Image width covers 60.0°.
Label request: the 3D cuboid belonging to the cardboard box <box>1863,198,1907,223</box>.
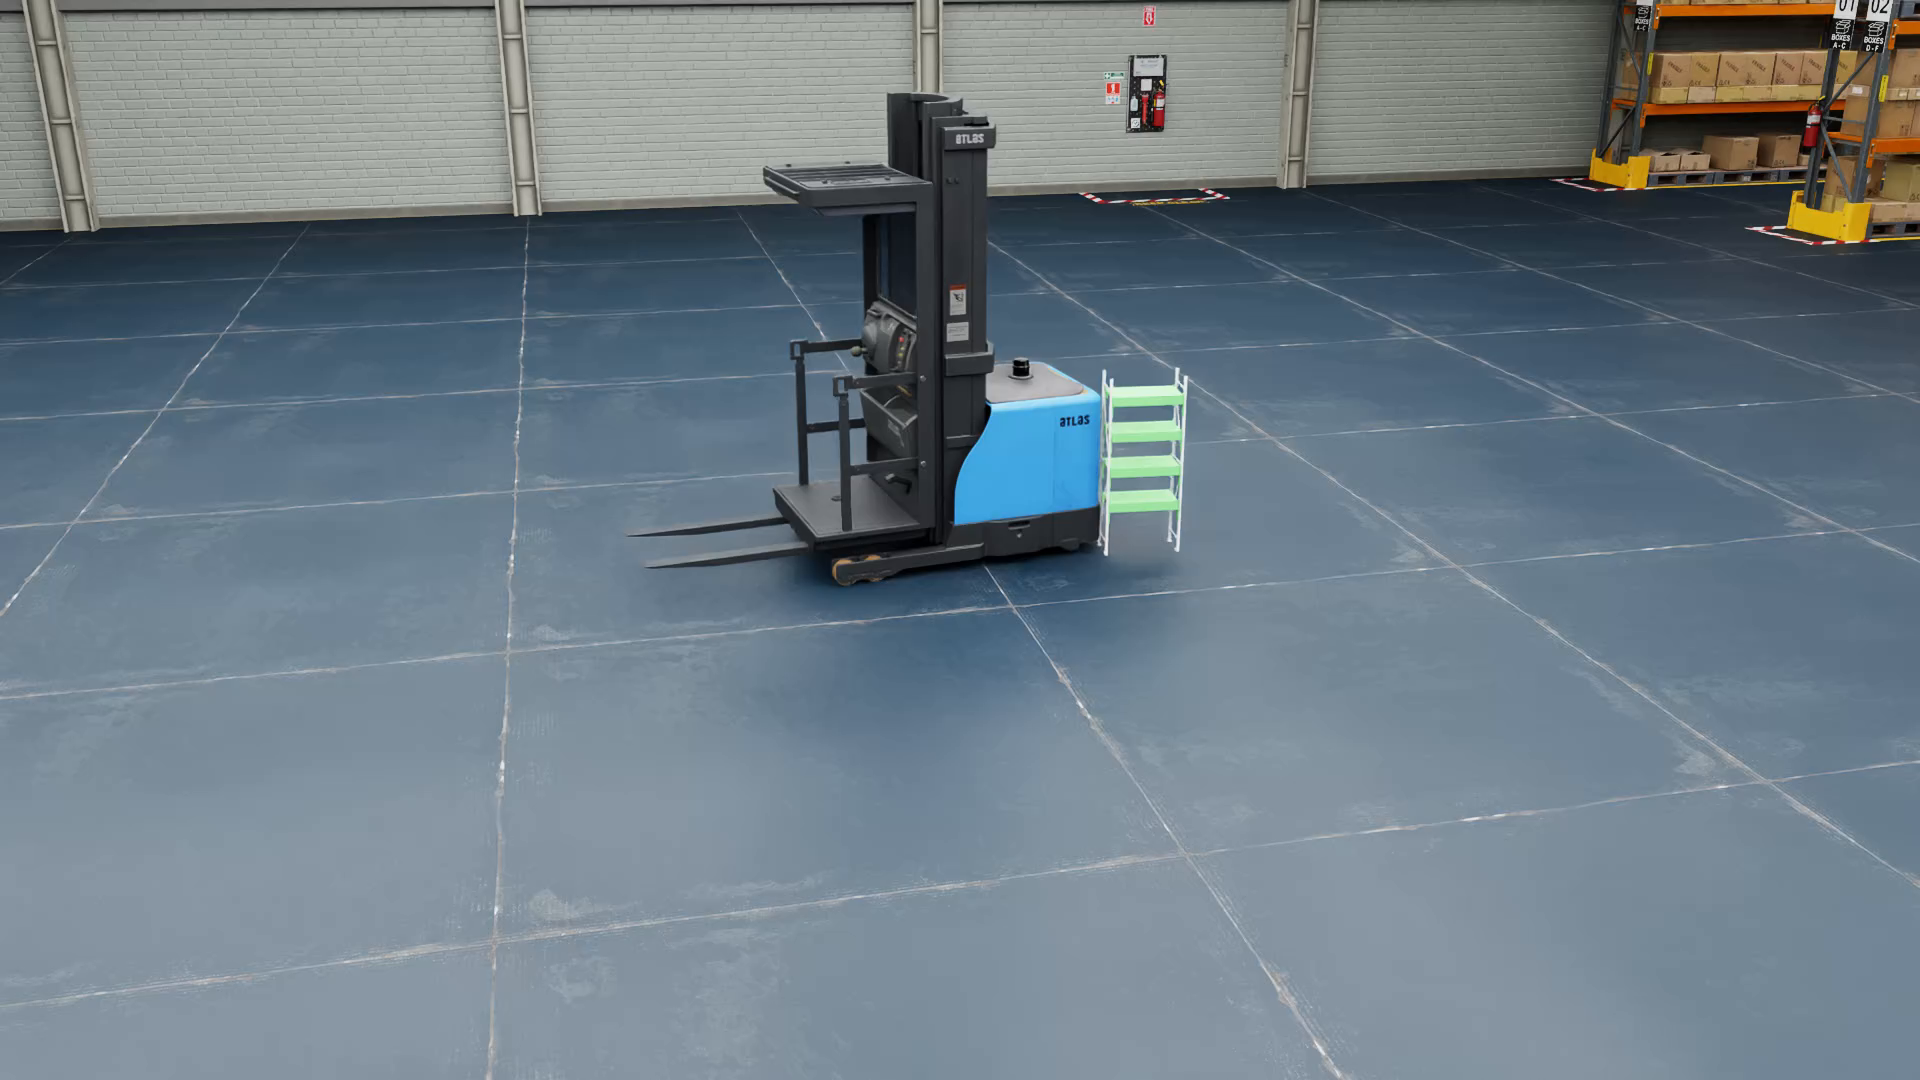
[{"bbox_3d":[12.432,-4.476,22.558,0.500,0.250,0.500,-5,21,-12],"label":"cardboard box"}]

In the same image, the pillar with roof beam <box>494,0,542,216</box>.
[{"bbox_3d":[-5.329,-7.556,18.858,0.400,9.000,9.100,-5,21,-12],"label":"pillar with roof beam"}]

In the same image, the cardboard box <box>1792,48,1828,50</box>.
[{"bbox_3d":[14.102,-7.900,27.618,0.500,0.500,0.500,-5,21,-14],"label":"cardboard box"}]

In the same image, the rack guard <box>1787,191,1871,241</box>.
[{"bbox_3d":[11.835,-4.426,22.670,0.348,0.500,1.175,-5,21,-12],"label":"rack guard"}]

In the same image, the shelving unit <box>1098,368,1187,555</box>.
[{"bbox_3d":[1.198,-0.516,10.980,0.503,1.200,0.258,-3,20,-7],"label":"shelving unit"}]

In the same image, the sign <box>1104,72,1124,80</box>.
[{"bbox_3d":[2.389,-7.200,25.787,0.331,0.109,0.001,-5,21,-12],"label":"sign"}]

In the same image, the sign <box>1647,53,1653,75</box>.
[{"bbox_3d":[10.840,-7.484,26.126,0.005,0.325,0.100,-5,21,-12],"label":"sign"}]

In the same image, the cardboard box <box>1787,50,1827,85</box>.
[{"bbox_3d":[13.734,-7.685,27.031,0.500,0.500,0.500,-5,21,-13],"label":"cardboard box"}]

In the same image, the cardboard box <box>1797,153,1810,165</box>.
[{"bbox_3d":[14.094,-6.400,27.904,0.250,0.166,0.380,-7,21,-20],"label":"cardboard box"}]

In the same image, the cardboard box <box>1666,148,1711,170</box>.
[{"bbox_3d":[11.964,-6.273,27.348,0.500,0.311,0.500,-3,20,-8],"label":"cardboard box"}]

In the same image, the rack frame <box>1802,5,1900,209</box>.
[{"bbox_3d":[11.858,-5.601,22.245,0.127,3.000,1.000,-5,21,-12],"label":"rack frame"}]

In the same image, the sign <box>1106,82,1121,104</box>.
[{"bbox_3d":[2.383,-6.954,25.886,0.234,0.329,0.001,-5,21,-12],"label":"sign"}]

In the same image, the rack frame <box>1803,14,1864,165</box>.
[{"bbox_3d":[14.608,-7.576,27.635,0.127,3.000,1.000,-5,21,-12],"label":"rack frame"}]

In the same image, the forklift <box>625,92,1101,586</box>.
[{"bbox_3d":[-0.639,-1.291,10.578,3.031,2.935,1.130,-7,21,-19],"label":"forklift"}]

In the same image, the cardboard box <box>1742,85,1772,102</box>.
[{"bbox_3d":[12.754,-7.254,26.946,0.500,0.250,0.500,-4,21,-12],"label":"cardboard box"}]

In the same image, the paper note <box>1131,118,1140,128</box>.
[{"bbox_3d":[2.756,-6.542,26.093,0.142,0.148,0.016,-5,21,-12],"label":"paper note"}]

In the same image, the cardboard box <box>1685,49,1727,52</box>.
[{"bbox_3d":[12.119,-7.738,27.176,0.500,0.500,0.500,-5,21,-14],"label":"cardboard box"}]

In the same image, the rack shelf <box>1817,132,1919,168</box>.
[{"bbox_3d":[13.805,-5.422,22.801,4.000,0.370,1.077,-5,21,-12],"label":"rack shelf"}]

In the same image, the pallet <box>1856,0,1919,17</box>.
[{"bbox_3d":[12.552,-7.016,21.874,1.213,0.211,1.003,-5,21,-12],"label":"pallet"}]

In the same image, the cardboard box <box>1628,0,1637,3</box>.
[{"bbox_3d":[11.063,-8.842,26.556,0.500,0.500,0.500,-3,20,-9],"label":"cardboard box"}]

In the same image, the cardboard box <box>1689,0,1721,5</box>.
[{"bbox_3d":[11.629,-8.697,26.162,0.500,0.500,0.500,-3,20,-9],"label":"cardboard box"}]

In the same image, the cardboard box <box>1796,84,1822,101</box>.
[{"bbox_3d":[13.730,-7.339,27.178,0.500,0.250,0.500,-5,21,-12],"label":"cardboard box"}]

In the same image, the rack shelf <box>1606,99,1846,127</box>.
[{"bbox_3d":[12.661,-7.080,27.327,4.000,0.370,1.077,-5,21,-12],"label":"rack shelf"}]

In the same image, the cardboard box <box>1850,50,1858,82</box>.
[{"bbox_3d":[15.111,-7.858,27.621,0.500,0.500,0.700,-5,21,-12],"label":"cardboard box"}]

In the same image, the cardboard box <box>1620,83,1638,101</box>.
[{"bbox_3d":[11.125,-7.300,27.071,0.500,0.250,0.500,-4,21,-12],"label":"cardboard box"}]

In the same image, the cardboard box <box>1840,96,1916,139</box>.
[{"bbox_3d":[12.316,-5.681,22.317,0.500,0.500,0.700,-5,21,-12],"label":"cardboard box"}]

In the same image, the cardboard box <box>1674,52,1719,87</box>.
[{"bbox_3d":[11.732,-7.523,26.590,0.500,0.500,0.500,-5,21,-12],"label":"cardboard box"}]

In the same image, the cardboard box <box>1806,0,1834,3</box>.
[{"bbox_3d":[13.678,-8.882,26.666,0.500,0.500,0.500,-6,21,-17],"label":"cardboard box"}]

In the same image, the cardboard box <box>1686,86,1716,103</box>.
[{"bbox_3d":[11.765,-7.177,26.734,0.500,0.250,0.500,-5,21,-14],"label":"cardboard box"}]

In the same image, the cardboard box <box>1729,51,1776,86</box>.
[{"bbox_3d":[12.736,-7.607,26.819,0.500,0.500,0.500,-4,20,-11],"label":"cardboard box"}]

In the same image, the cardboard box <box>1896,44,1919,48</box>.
[{"bbox_3d":[12.878,-6.338,22.224,0.500,0.500,0.700,-5,21,-14],"label":"cardboard box"}]

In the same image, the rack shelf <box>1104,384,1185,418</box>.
[{"bbox_3d":[1.198,-0.907,10.837,0.480,0.148,0.258,-3,20,-7],"label":"rack shelf"}]

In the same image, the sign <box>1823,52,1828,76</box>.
[{"bbox_3d":[11.747,-6.439,22.504,0.005,0.325,0.100,-5,21,-12],"label":"sign"}]

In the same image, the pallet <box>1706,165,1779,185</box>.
[{"bbox_3d":[12.773,-6.104,27.671,1.213,0.211,1.003,-5,21,-12],"label":"pallet"}]

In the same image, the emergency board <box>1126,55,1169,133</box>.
[{"bbox_3d":[2.944,-6.947,25.917,0.643,1.169,0.194,-5,21,-12],"label":"emergency board"}]

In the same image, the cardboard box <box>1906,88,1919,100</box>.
[{"bbox_3d":[12.546,-5.934,22.064,0.250,0.149,0.380,-5,21,-14],"label":"cardboard box"}]

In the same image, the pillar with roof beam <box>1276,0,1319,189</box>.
[{"bbox_3d":[6.349,-8.505,21.450,0.400,9.000,9.100,-5,21,-12],"label":"pillar with roof beam"}]

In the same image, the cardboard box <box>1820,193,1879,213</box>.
[{"bbox_3d":[12.312,-4.649,23.032,0.500,0.250,0.500,-5,21,-12],"label":"cardboard box"}]

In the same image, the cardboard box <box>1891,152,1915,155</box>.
[{"bbox_3d":[15.811,-6.730,28.321,0.500,0.500,0.700,-5,21,-14],"label":"cardboard box"}]

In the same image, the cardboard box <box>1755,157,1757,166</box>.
[{"bbox_3d":[13.046,-6.324,27.723,0.250,0.149,0.380,-6,21,-17],"label":"cardboard box"}]

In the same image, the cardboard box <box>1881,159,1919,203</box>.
[{"bbox_3d":[12.918,-4.868,22.539,0.500,0.500,0.500,-5,21,-12],"label":"cardboard box"}]

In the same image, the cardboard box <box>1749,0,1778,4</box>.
[{"bbox_3d":[12.650,-8.789,26.413,0.500,0.500,0.500,-3,20,-9],"label":"cardboard box"}]

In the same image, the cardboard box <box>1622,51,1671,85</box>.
[{"bbox_3d":[11.125,-7.659,26.960,0.500,0.500,0.500,-5,21,-13],"label":"cardboard box"}]

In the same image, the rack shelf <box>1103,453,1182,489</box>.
[{"bbox_3d":[1.198,-0.456,11.002,0.480,0.148,0.258,-3,20,-7],"label":"rack shelf"}]

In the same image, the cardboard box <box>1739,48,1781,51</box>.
[{"bbox_3d":[13.112,-7.822,27.407,0.500,0.500,0.500,-4,21,-11],"label":"cardboard box"}]

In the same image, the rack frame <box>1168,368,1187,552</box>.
[{"bbox_3d":[1.440,-0.527,11.010,0.015,1.200,0.240,-3,20,-7],"label":"rack frame"}]

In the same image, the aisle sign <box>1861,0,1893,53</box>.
[{"bbox_3d":[11.865,-6.714,21.504,0.004,0.787,0.394,-5,21,-12],"label":"aisle sign"}]

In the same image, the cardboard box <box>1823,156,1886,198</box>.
[{"bbox_3d":[12.312,-5.002,22.905,0.500,0.500,0.500,-5,21,-12],"label":"cardboard box"}]

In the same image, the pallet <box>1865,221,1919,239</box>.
[{"bbox_3d":[12.593,-4.367,22.928,1.213,0.211,1.003,-5,21,-12],"label":"pallet"}]
